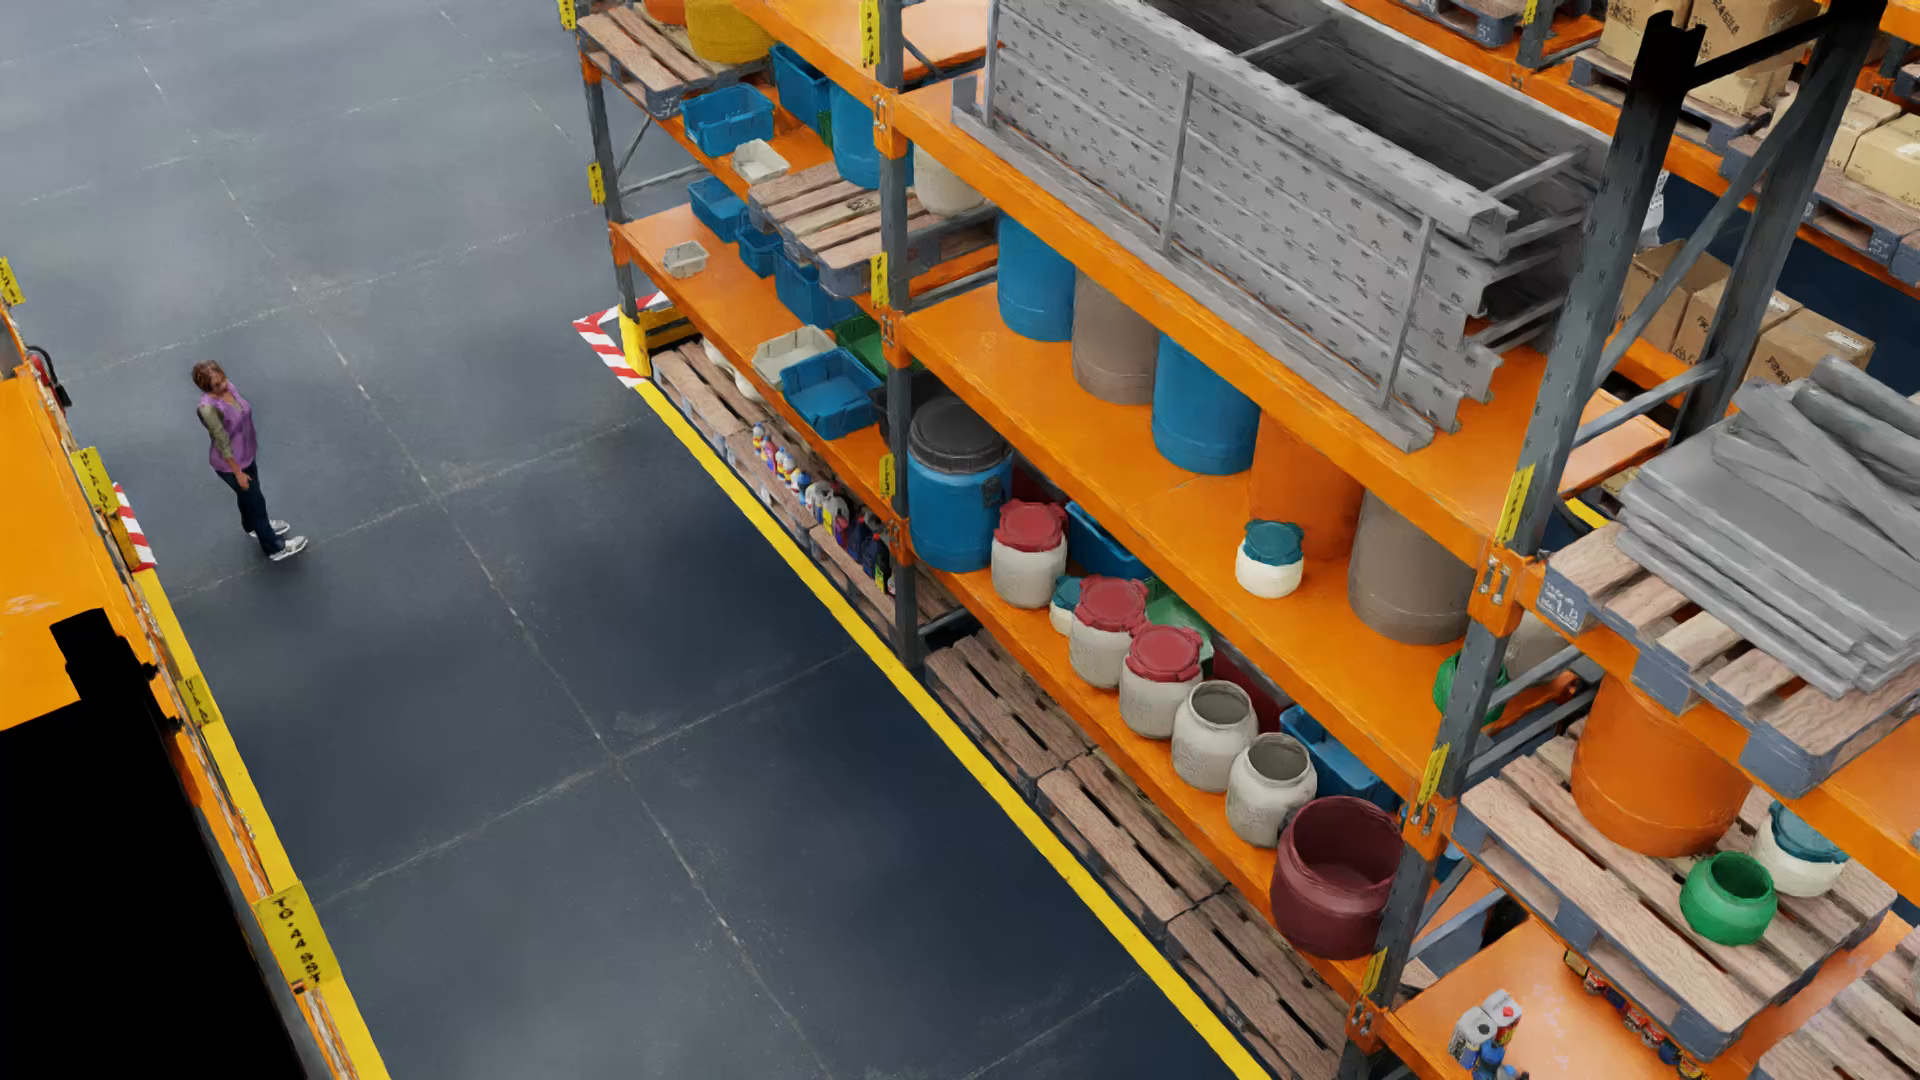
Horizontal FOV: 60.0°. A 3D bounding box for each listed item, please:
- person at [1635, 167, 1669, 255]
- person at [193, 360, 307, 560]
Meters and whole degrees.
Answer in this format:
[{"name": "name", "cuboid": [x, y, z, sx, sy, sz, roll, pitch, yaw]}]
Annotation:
[{"name": "person", "cuboid": [5.372, -2.610, 13.336, 0.542, 1.675, 1.126, -23, 47, -23]}, {"name": "person", "cuboid": [-4.810, -0.555, 11.171, 0.450, 1.597, 0.465, -2, 43, -3]}]
